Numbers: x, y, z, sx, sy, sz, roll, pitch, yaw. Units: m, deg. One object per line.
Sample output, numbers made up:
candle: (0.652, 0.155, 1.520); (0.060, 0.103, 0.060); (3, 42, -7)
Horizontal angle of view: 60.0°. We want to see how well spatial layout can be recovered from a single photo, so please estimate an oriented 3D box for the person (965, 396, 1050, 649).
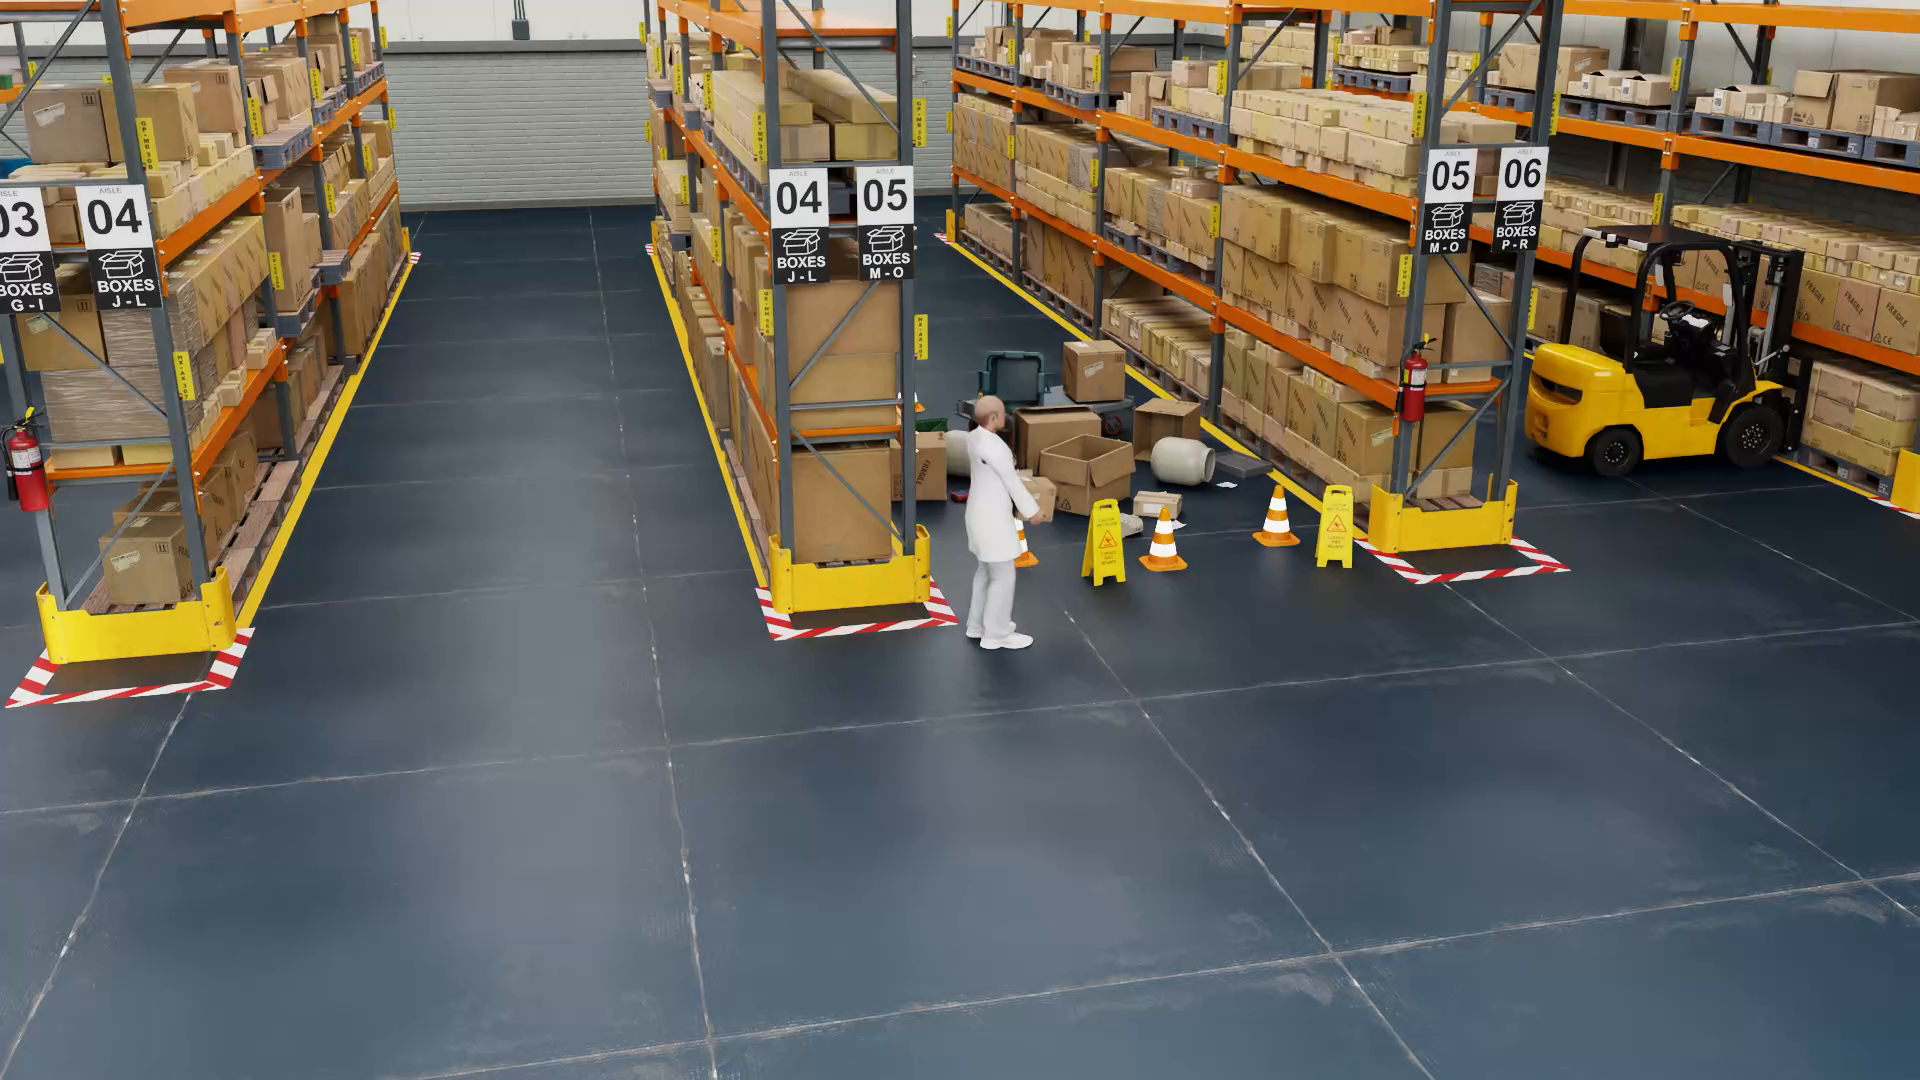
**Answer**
person: (0.316, -0.134, 11.478); (0.551, 1.780, 0.523); (-5, 20, -14)
